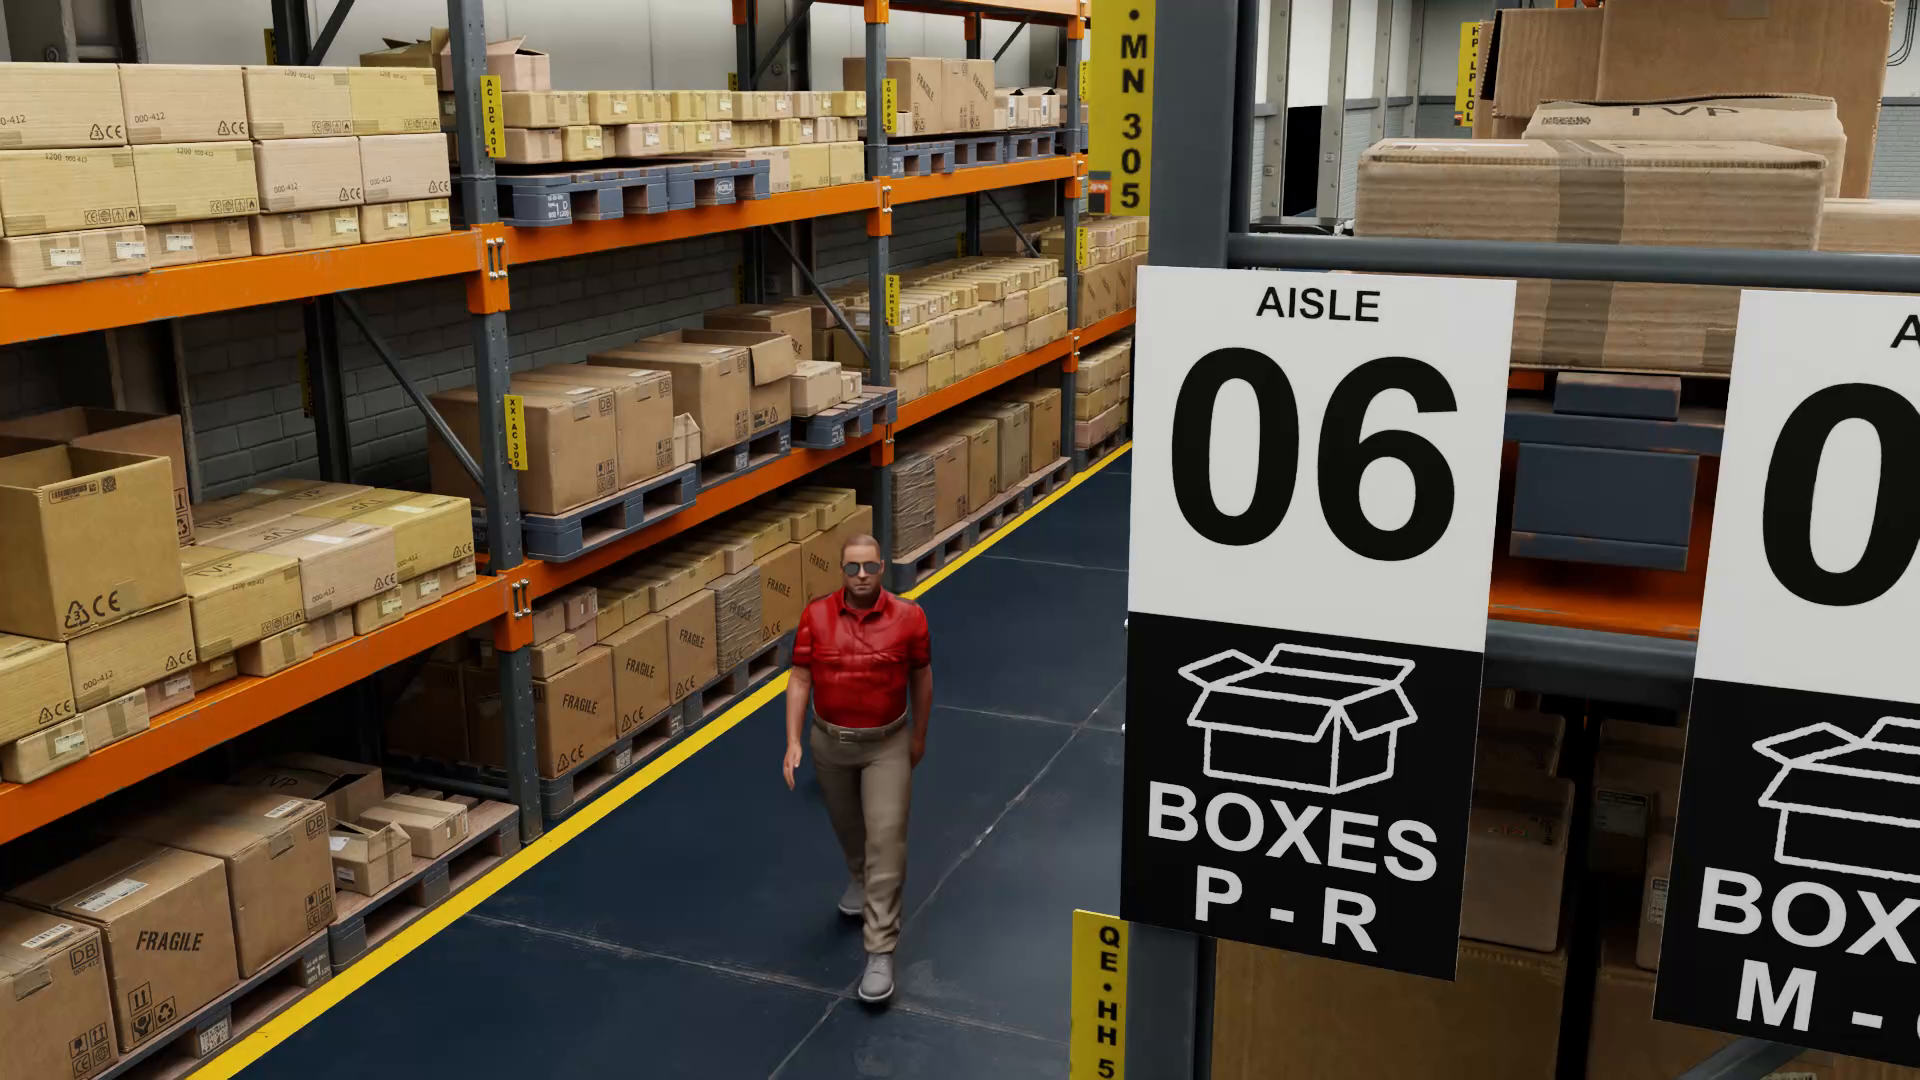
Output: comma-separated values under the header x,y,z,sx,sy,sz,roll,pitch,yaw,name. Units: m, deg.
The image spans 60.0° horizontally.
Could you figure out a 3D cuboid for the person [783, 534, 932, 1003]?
x,y,z,sx,sy,sz,roll,pitch,yaw,name
-0.410,0.818,6.510,0.550,1.674,0.986,2,15,7,person
